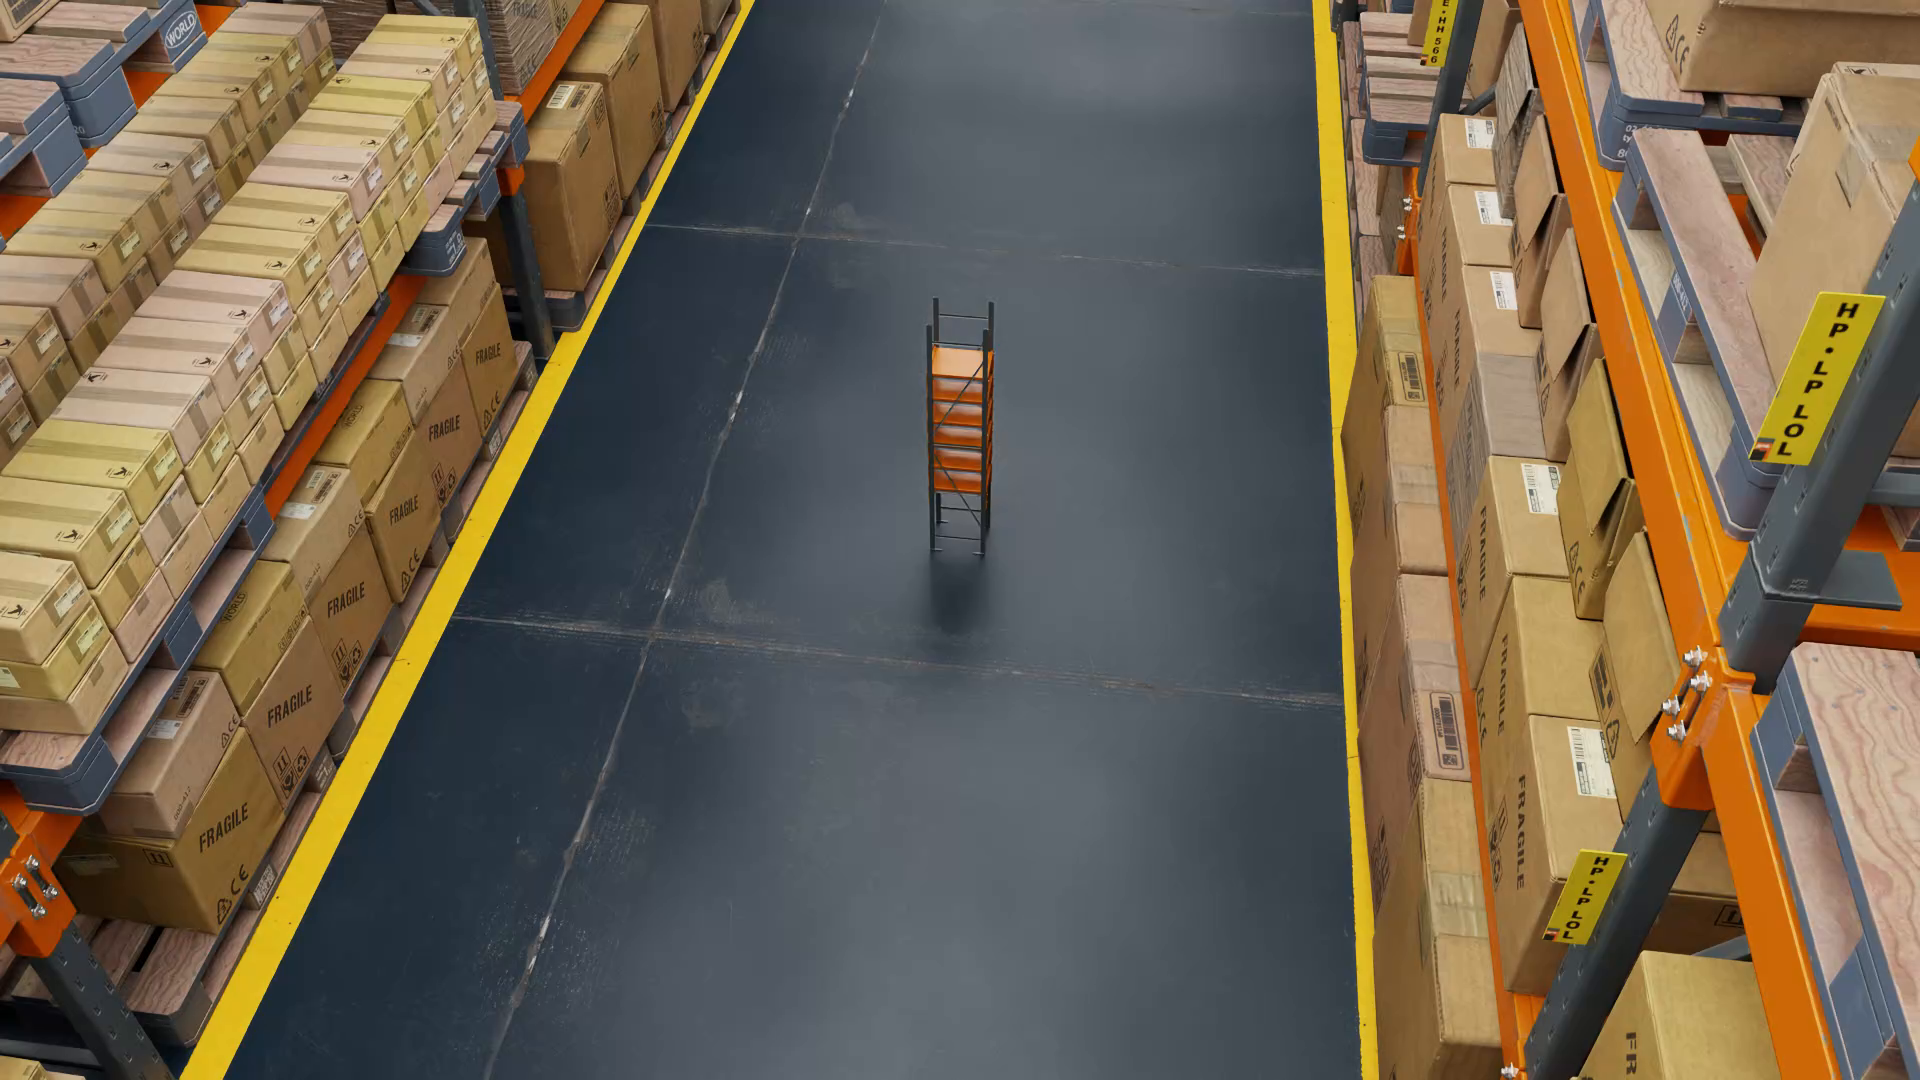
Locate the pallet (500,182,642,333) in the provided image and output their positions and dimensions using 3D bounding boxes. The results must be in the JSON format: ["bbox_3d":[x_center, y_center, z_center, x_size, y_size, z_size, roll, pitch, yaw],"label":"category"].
[{"bbox_3d":[-2.338,-1.573,8.780,1.003,0.211,1.213,5,44,6],"label":"pallet"}]

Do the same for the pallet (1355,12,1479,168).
[{"bbox_3d":[2.375,-1.961,7.301,1.213,0.211,1.003,5,44,6],"label":"pallet"}]

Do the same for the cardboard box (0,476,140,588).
[{"bbox_3d":[-2.507,-0.023,4.560,0.380,0.149,0.250,6,44,7],"label":"cardboard box"}]

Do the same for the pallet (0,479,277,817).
[{"bbox_3d":[-2.800,0.233,4.984,1.003,0.211,1.213,5,44,6],"label":"pallet"}]

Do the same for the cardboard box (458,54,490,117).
[{"bbox_3d":[-2.131,-1.846,6.701,0.380,0.149,0.250,6,44,6],"label":"cardboard box"}]

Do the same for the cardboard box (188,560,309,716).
[{"bbox_3d":[-2.618,0.311,5.729,0.500,0.250,0.500,6,44,7],"label":"cardboard box"}]

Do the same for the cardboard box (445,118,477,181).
[{"bbox_3d":[-2.161,-1.569,6.625,0.380,0.149,0.250,5,44,5],"label":"cardboard box"}]

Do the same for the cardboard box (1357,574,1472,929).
[{"bbox_3d":[2.040,0.763,5.525,1.225,0.875,0.875,4,44,4],"label":"cardboard box"}]

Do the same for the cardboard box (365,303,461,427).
[{"bbox_3d":[-2.403,-0.737,6.836,0.500,0.250,0.500,6,44,6],"label":"cardboard box"}]

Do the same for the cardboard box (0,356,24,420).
[{"bbox_3d":[-3.081,-0.436,4.995,0.380,0.149,0.250,5,44,5],"label":"cardboard box"}]

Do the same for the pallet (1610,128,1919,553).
[{"bbox_3d":[1.930,-0.458,3.532,0.805,0.209,1.217,4,44,4],"label":"pallet"}]

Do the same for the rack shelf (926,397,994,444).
[{"bbox_3d":[0.002,-0.500,6.818,0.258,0.103,0.180,5,44,6],"label":"rack shelf"}]

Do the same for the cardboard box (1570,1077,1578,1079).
[{"bbox_3d":[1.536,1.434,3.469,0.500,0.250,0.500,5,44,5],"label":"cardboard box"}]

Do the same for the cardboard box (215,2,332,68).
[{"bbox_3d":[-2.770,-2.032,6.681,0.380,0.149,0.250,5,44,6],"label":"cardboard box"}]

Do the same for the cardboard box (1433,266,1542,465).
[{"bbox_3d":[1.922,-0.564,5.613,0.500,0.500,0.500,5,44,5],"label":"cardboard box"}]

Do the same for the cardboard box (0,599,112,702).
[{"bbox_3d":[-2.538,0.275,4.461,0.380,0.149,0.250,6,44,6],"label":"cardboard box"}]

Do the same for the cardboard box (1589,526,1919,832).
[{"bbox_3d":[1.934,0.354,3.914,0.797,0.503,0.637,4,44,4],"label":"cardboard box"}]

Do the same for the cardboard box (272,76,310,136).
[{"bbox_3d":[-2.813,-1.728,6.576,0.380,0.149,0.250,7,44,8],"label":"cardboard box"}]

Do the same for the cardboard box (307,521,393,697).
[{"bbox_3d":[-2.561,0.228,6.363,0.500,0.500,0.500,6,44,6],"label":"cardboard box"}]

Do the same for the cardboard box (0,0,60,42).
[{"bbox_3d":[-2.711,-1.649,4.270,0.797,0.503,0.637,5,44,5],"label":"cardboard box"}]

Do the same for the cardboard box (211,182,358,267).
[{"bbox_3d":[-2.300,-1.075,5.671,0.380,0.149,0.250,7,44,8],"label":"cardboard box"}]

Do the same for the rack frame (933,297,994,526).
[{"bbox_3d":[0.014,-0.508,6.936,0.240,1.200,0.006,5,44,6],"label":"rack frame"}]

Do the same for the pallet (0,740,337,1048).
[{"bbox_3d":[-2.944,1.153,5.901,1.003,0.211,1.213,5,44,6],"label":"pallet"}]

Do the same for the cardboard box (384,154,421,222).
[{"bbox_3d":[-2.230,-1.314,6.139,0.380,0.149,0.250,5,44,6],"label":"cardboard box"}]

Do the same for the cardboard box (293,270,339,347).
[{"bbox_3d":[-2.333,-0.791,5.587,0.380,0.149,0.250,4,44,5],"label":"cardboard box"}]

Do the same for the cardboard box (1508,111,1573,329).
[{"bbox_3d":[2.185,-0.995,5.339,0.797,0.503,0.637,6,44,6],"label":"cardboard box"}]

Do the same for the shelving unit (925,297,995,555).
[{"bbox_3d":[0.002,-0.446,6.870,0.258,1.200,0.189,5,44,6],"label":"shelving unit"}]

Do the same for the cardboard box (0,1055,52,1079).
[{"bbox_3d":[-2.835,1.604,4.732,0.380,0.149,0.250,6,44,7],"label":"cardboard box"}]

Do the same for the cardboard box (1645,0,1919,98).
[{"bbox_3d":[2.137,-1.420,4.028,0.797,0.503,0.637,5,44,5],"label":"cardboard box"}]

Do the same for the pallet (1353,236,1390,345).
[{"bbox_3d":[2.491,-1.055,8.233,1.003,0.211,1.213,5,44,6],"label":"pallet"}]

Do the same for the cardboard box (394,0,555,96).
[{"bbox_3d":[-2.190,-2.373,7.524,0.500,0.500,0.500,6,44,6],"label":"cardboard box"}]

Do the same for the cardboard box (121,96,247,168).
[{"bbox_3d":[-2.875,-1.504,6.124,0.380,0.149,0.250,4,44,4],"label":"cardboard box"}]

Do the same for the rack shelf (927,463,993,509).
[{"bbox_3d":[0.002,-0.239,7.066,0.258,0.103,0.180,5,44,6],"label":"rack shelf"}]

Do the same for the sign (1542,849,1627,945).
[{"bbox_3d":[1.318,0.756,3.507,0.100,0.325,0.005,5,44,6],"label":"sign"}]

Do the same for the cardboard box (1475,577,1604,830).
[{"bbox_3d":[1.721,0.474,4.517,0.500,0.500,0.500,7,44,7],"label":"cardboard box"}]

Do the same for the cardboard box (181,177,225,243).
[{"bbox_3d":[-2.912,-1.204,6.023,0.380,0.149,0.250,5,44,6],"label":"cardboard box"}]

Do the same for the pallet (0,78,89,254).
[{"bbox_3d":[-2.858,-0.761,3.849,1.213,0.211,1.003,5,44,6],"label":"pallet"}]

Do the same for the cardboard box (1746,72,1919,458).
[{"bbox_3d":[1.924,-0.483,3.041,0.700,0.500,0.500,6,44,7],"label":"cardboard box"}]

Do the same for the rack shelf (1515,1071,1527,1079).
[{"bbox_3d":[1.593,2.815,2.641,1.077,0.370,4.000,5,44,6],"label":"rack shelf"}]

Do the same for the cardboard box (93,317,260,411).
[{"bbox_3d":[-2.402,-0.542,5.108,0.380,0.149,0.250,5,44,5],"label":"cardboard box"}]

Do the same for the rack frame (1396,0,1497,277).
[{"bbox_3d":[2.386,-1.535,6.712,1.000,3.000,0.127,5,44,6],"label":"rack frame"}]

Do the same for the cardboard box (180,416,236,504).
[{"bbox_3d":[-2.438,-0.255,5.021,0.380,0.149,0.250,4,44,4],"label":"cardboard box"}]

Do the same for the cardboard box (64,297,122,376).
[{"bbox_3d":[-3.018,-0.686,5.476,0.380,0.149,0.250,5,44,6],"label":"cardboard box"}]

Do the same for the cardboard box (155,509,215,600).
[{"bbox_3d":[-2.470,0.024,4.943,0.380,0.149,0.250,6,44,6],"label":"cardboard box"}]

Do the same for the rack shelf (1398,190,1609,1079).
[{"bbox_3d":[2.122,0.089,5.520,1.077,0.370,4.000,5,44,6],"label":"rack shelf"}]

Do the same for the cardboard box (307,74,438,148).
[{"bbox_3d":[-2.197,-1.607,6.232,0.380,0.149,0.250,6,44,7],"label":"cardboard box"}]

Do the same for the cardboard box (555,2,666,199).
[{"bbox_3d":[-2.235,-2.393,8.949,1.050,0.750,0.750,6,44,6],"label":"cardboard box"}]

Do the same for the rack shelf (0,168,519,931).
[{"bbox_3d":[-2.781,-0.431,6.069,1.077,0.370,4.000,5,44,6],"label":"rack shelf"}]

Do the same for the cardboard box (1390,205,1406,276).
[{"bbox_3d":[2.455,-1.246,7.904,0.700,0.500,0.500,3,44,3],"label":"cardboard box"}]

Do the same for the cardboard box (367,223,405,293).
[{"bbox_3d":[-2.265,-1.041,6.067,0.380,0.149,0.250,3,44,4],"label":"cardboard box"}]

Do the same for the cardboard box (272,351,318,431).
[{"bbox_3d":[-2.370,-0.507,5.503,0.380,0.149,0.250,5,44,5],"label":"cardboard box"}]

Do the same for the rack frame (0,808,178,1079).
[{"bbox_3d":[-3.042,0.671,4.381,0.949,2.616,0.053,5,44,6],"label":"rack frame"}]

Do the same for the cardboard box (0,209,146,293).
[{"bbox_3d":[-2.979,-0.969,5.559,0.380,0.149,0.250,5,44,5],"label":"cardboard box"}]

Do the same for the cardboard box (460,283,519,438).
[{"bbox_3d":[-2.345,-0.827,7.477,0.500,0.500,0.500,5,44,5],"label":"cardboard box"}]

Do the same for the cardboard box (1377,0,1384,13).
[{"bbox_3d":[2.731,-2.774,9.518,0.700,0.500,0.500,5,44,5],"label":"cardboard box"}]
